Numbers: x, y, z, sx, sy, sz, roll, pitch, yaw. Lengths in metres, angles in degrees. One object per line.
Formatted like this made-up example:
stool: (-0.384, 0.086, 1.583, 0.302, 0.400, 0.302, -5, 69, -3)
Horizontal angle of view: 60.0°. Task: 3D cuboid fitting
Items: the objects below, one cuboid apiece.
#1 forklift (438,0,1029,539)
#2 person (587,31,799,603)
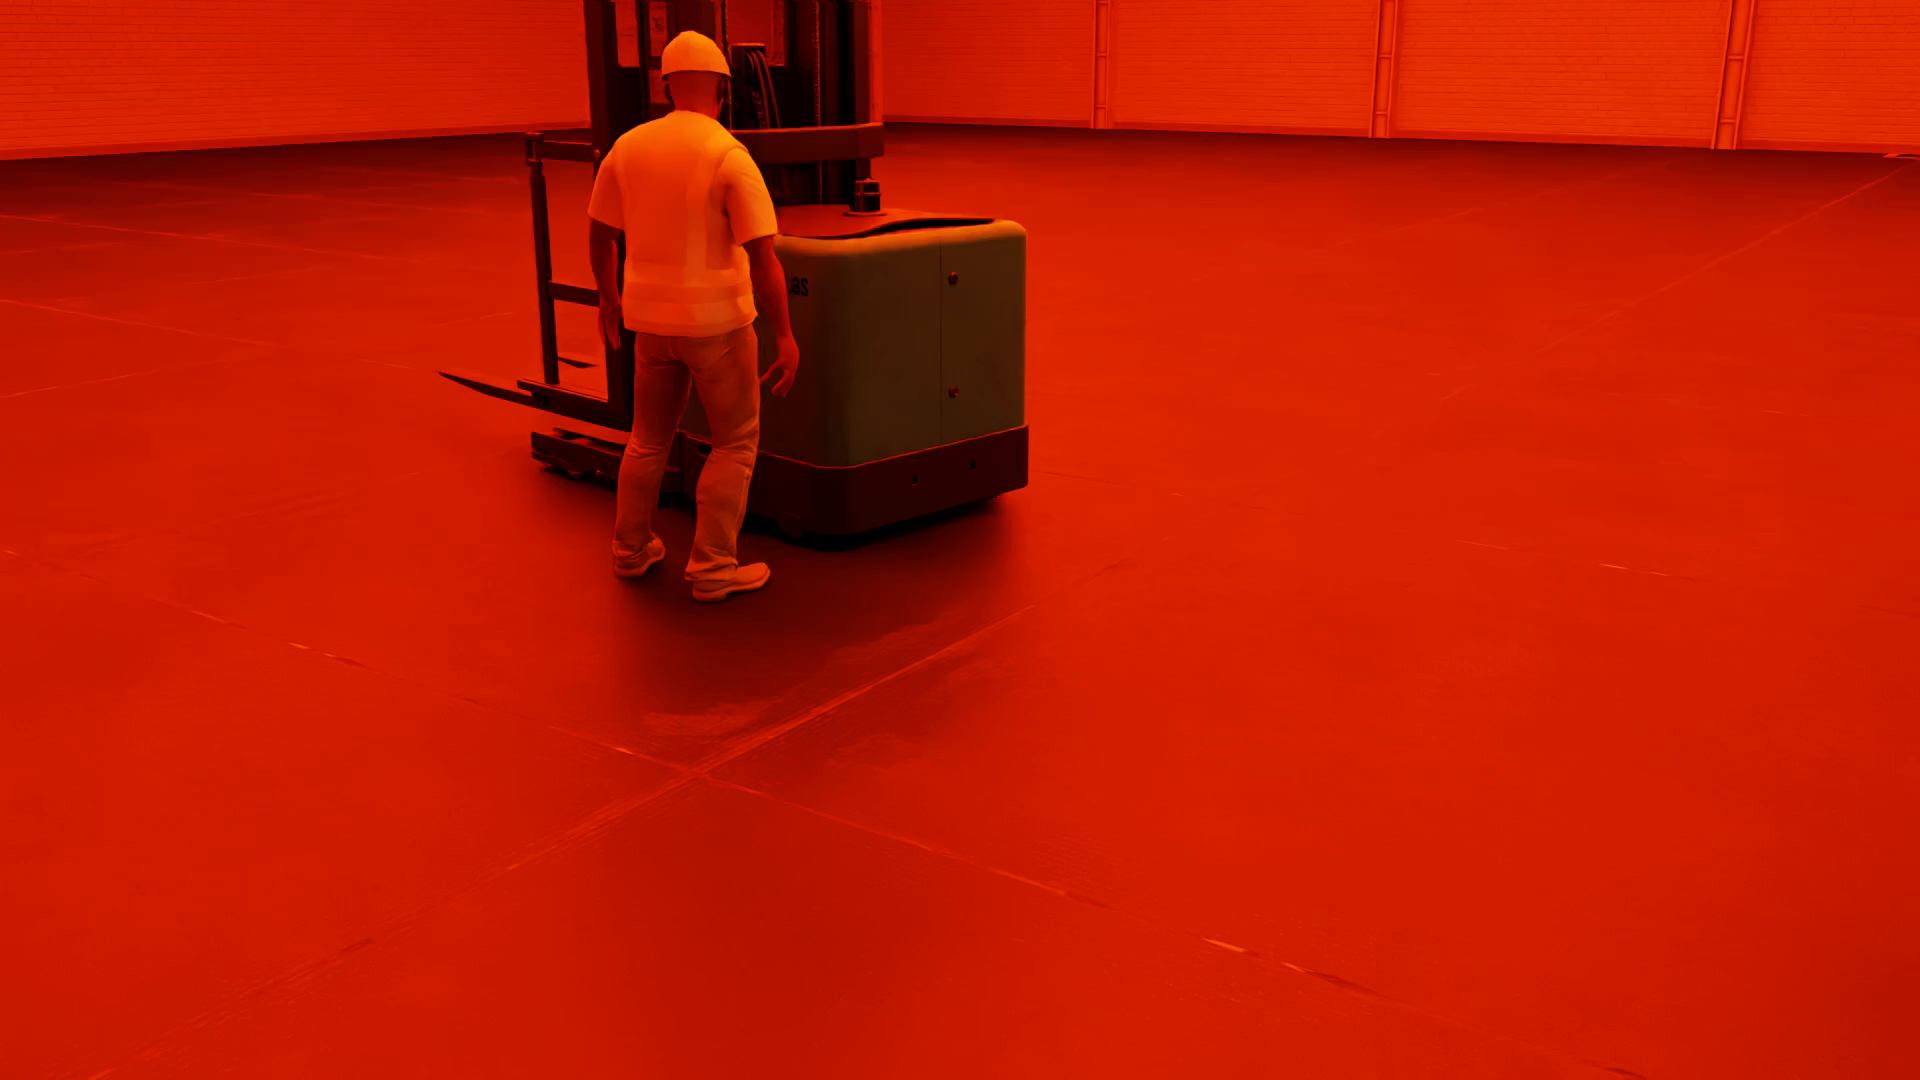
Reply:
forklift: (-1.141, -1.750, 6.683, 3.031, 2.935, 1.130, 16, 23, 42)
person: (-0.834, -0.695, 5.239, 0.816, 1.740, 0.414, 8, 18, 25)
